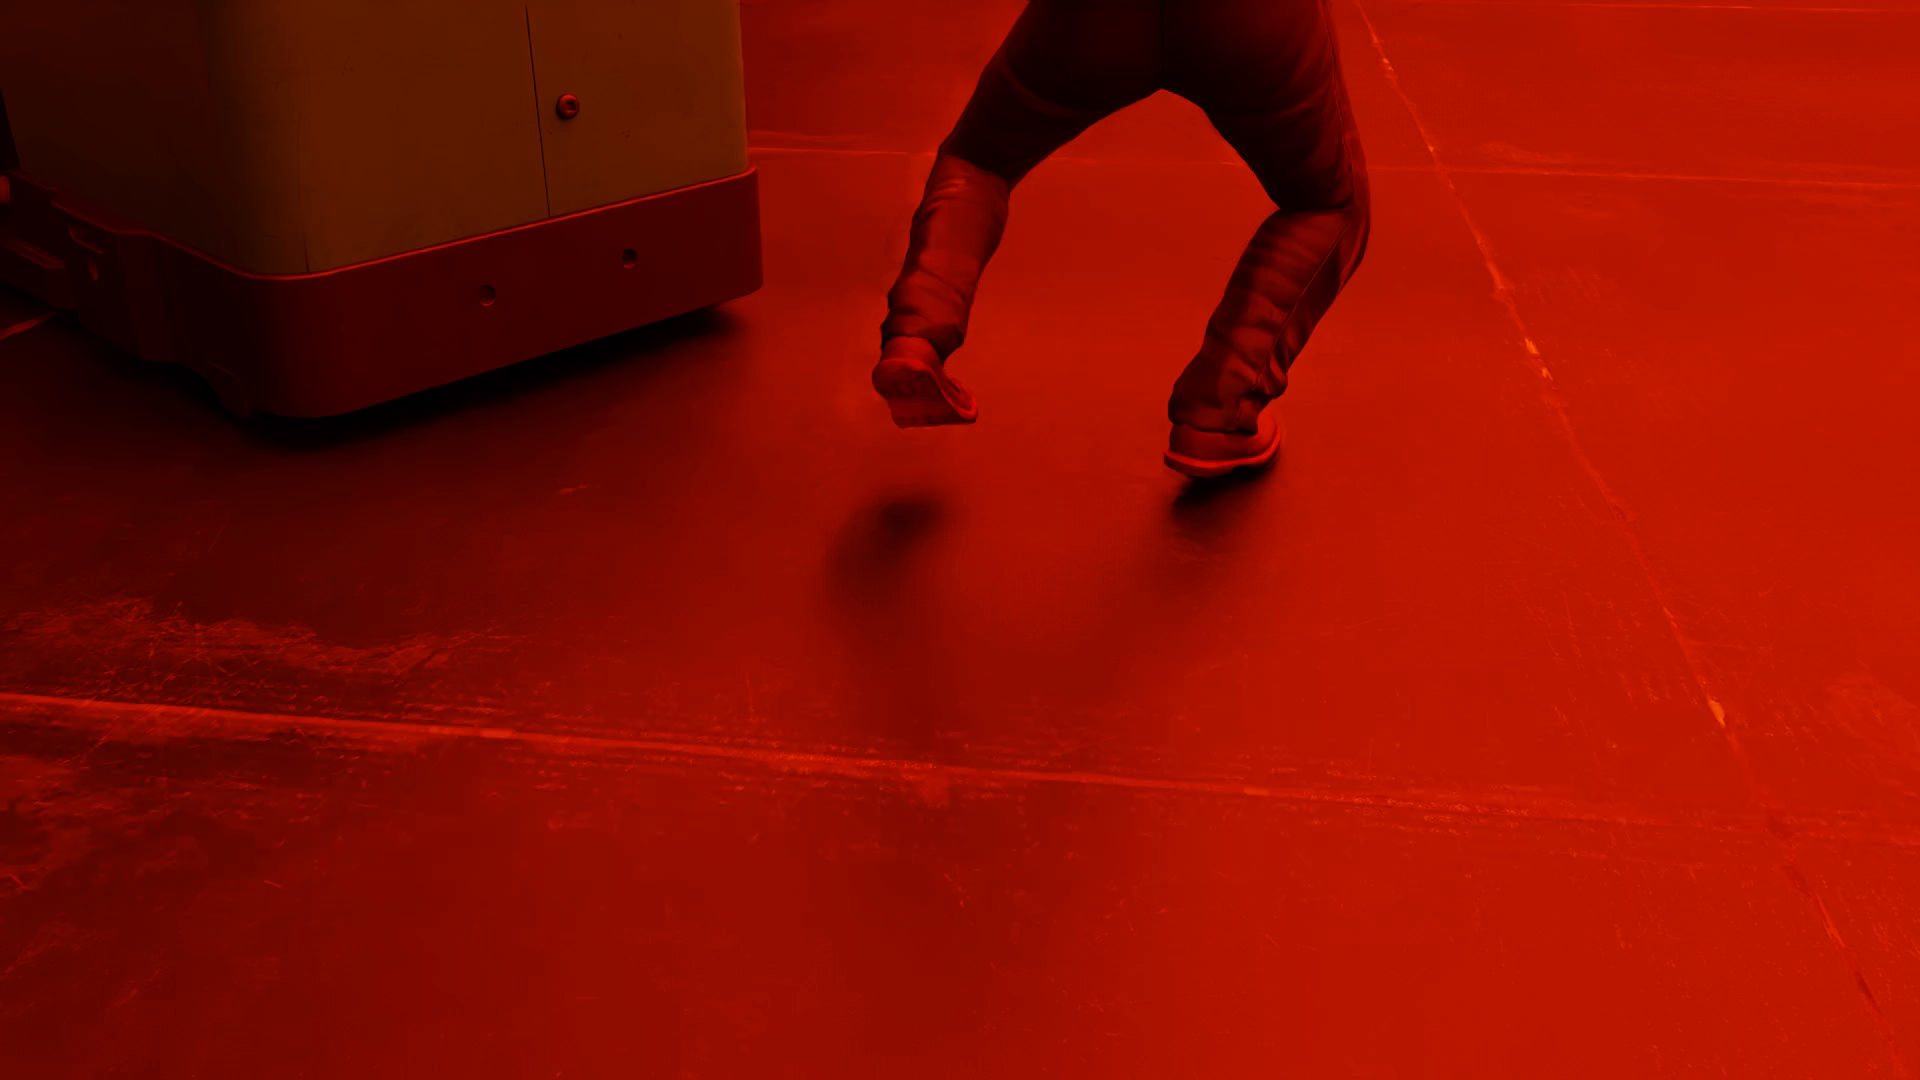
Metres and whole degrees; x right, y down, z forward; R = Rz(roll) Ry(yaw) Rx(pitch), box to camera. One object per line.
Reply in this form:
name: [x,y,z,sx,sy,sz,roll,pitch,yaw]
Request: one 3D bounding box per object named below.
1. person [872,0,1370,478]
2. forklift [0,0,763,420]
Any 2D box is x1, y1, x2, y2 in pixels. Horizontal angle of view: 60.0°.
person: [0.385,-0.807,2.399,1.019,1.515,0.646,7,27,14]
forklift: [-1.816,-2.062,3.351,3.031,2.935,1.130,23,34,38]
